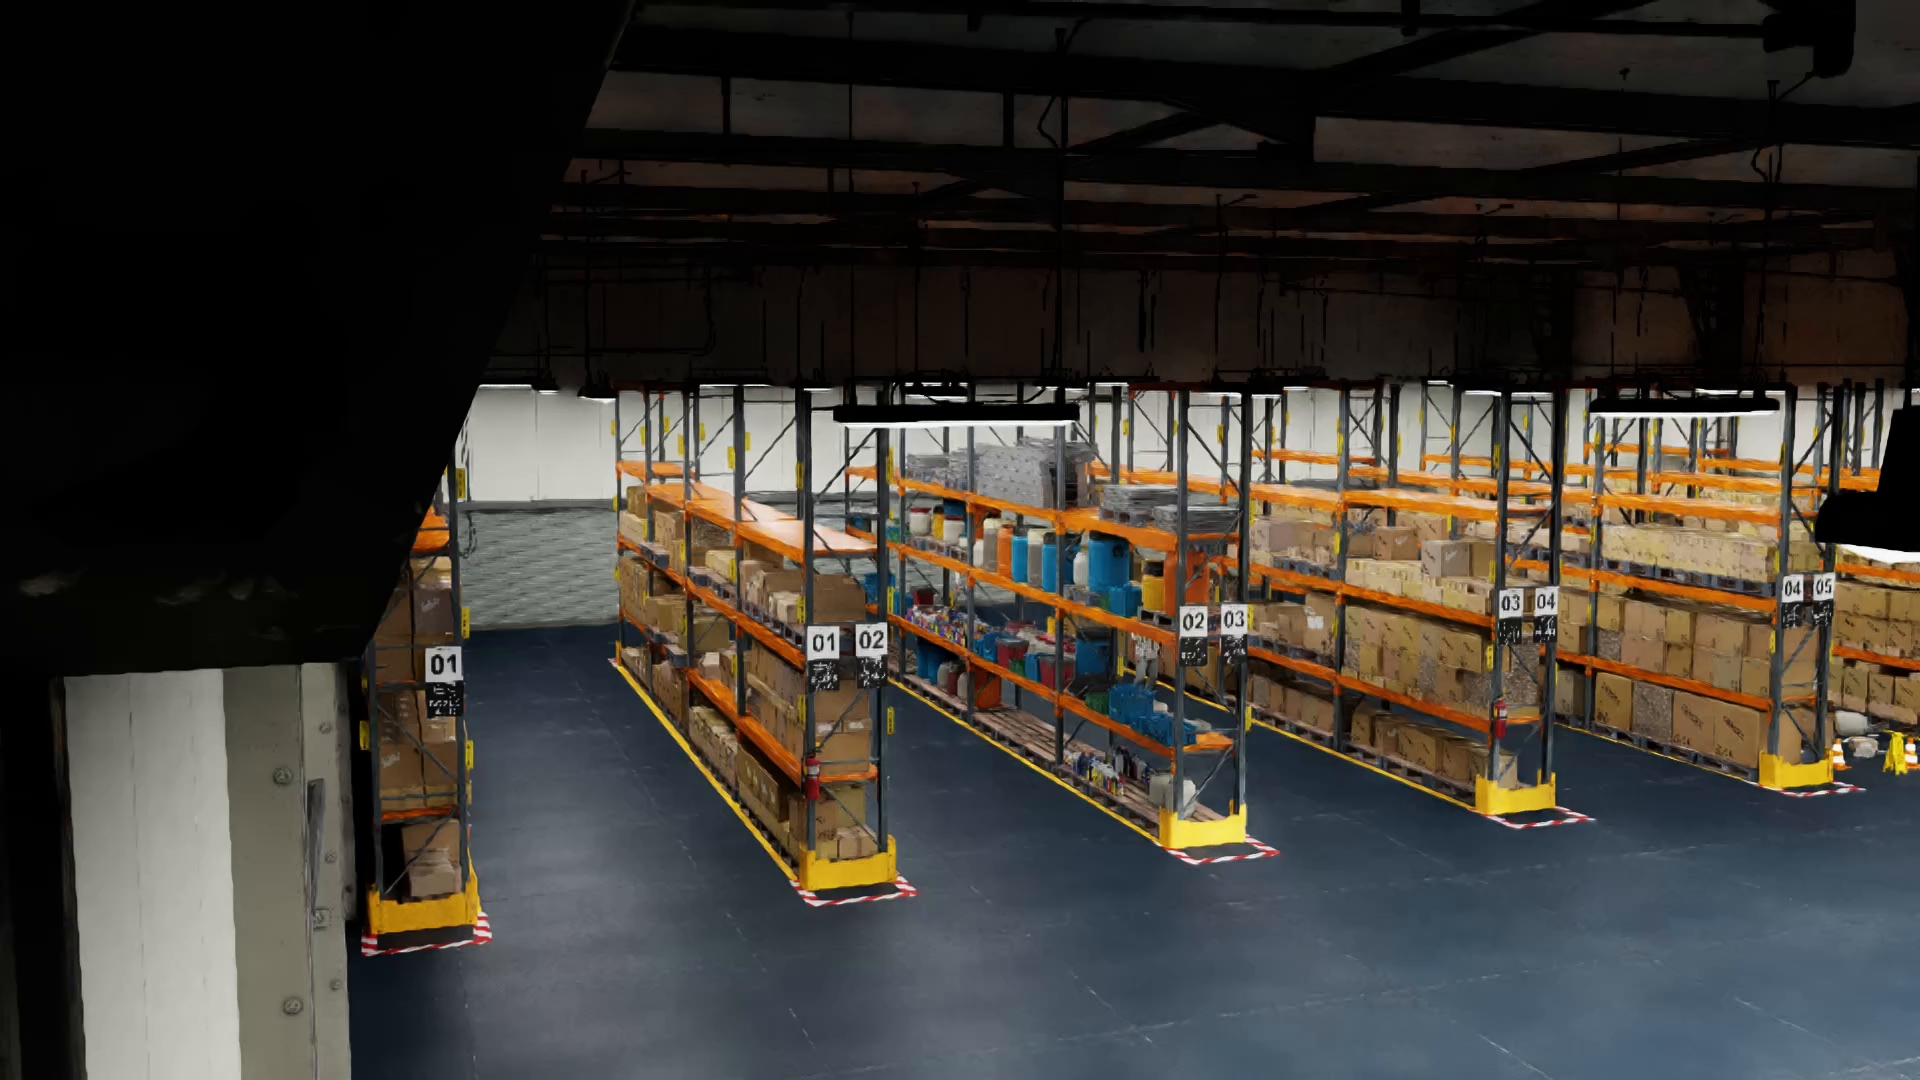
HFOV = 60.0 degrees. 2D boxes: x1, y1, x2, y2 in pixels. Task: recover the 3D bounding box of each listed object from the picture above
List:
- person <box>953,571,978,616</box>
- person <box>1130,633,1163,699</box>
[{"bbox_3d":[0.041,1.158,41.693,0.453,1.538,0.881,-6,8,-43],"label":"person"},{"bbox_3d":[3.520,2.172,31.350,0.682,1.715,0.536,-2,6,-21],"label":"person"}]
